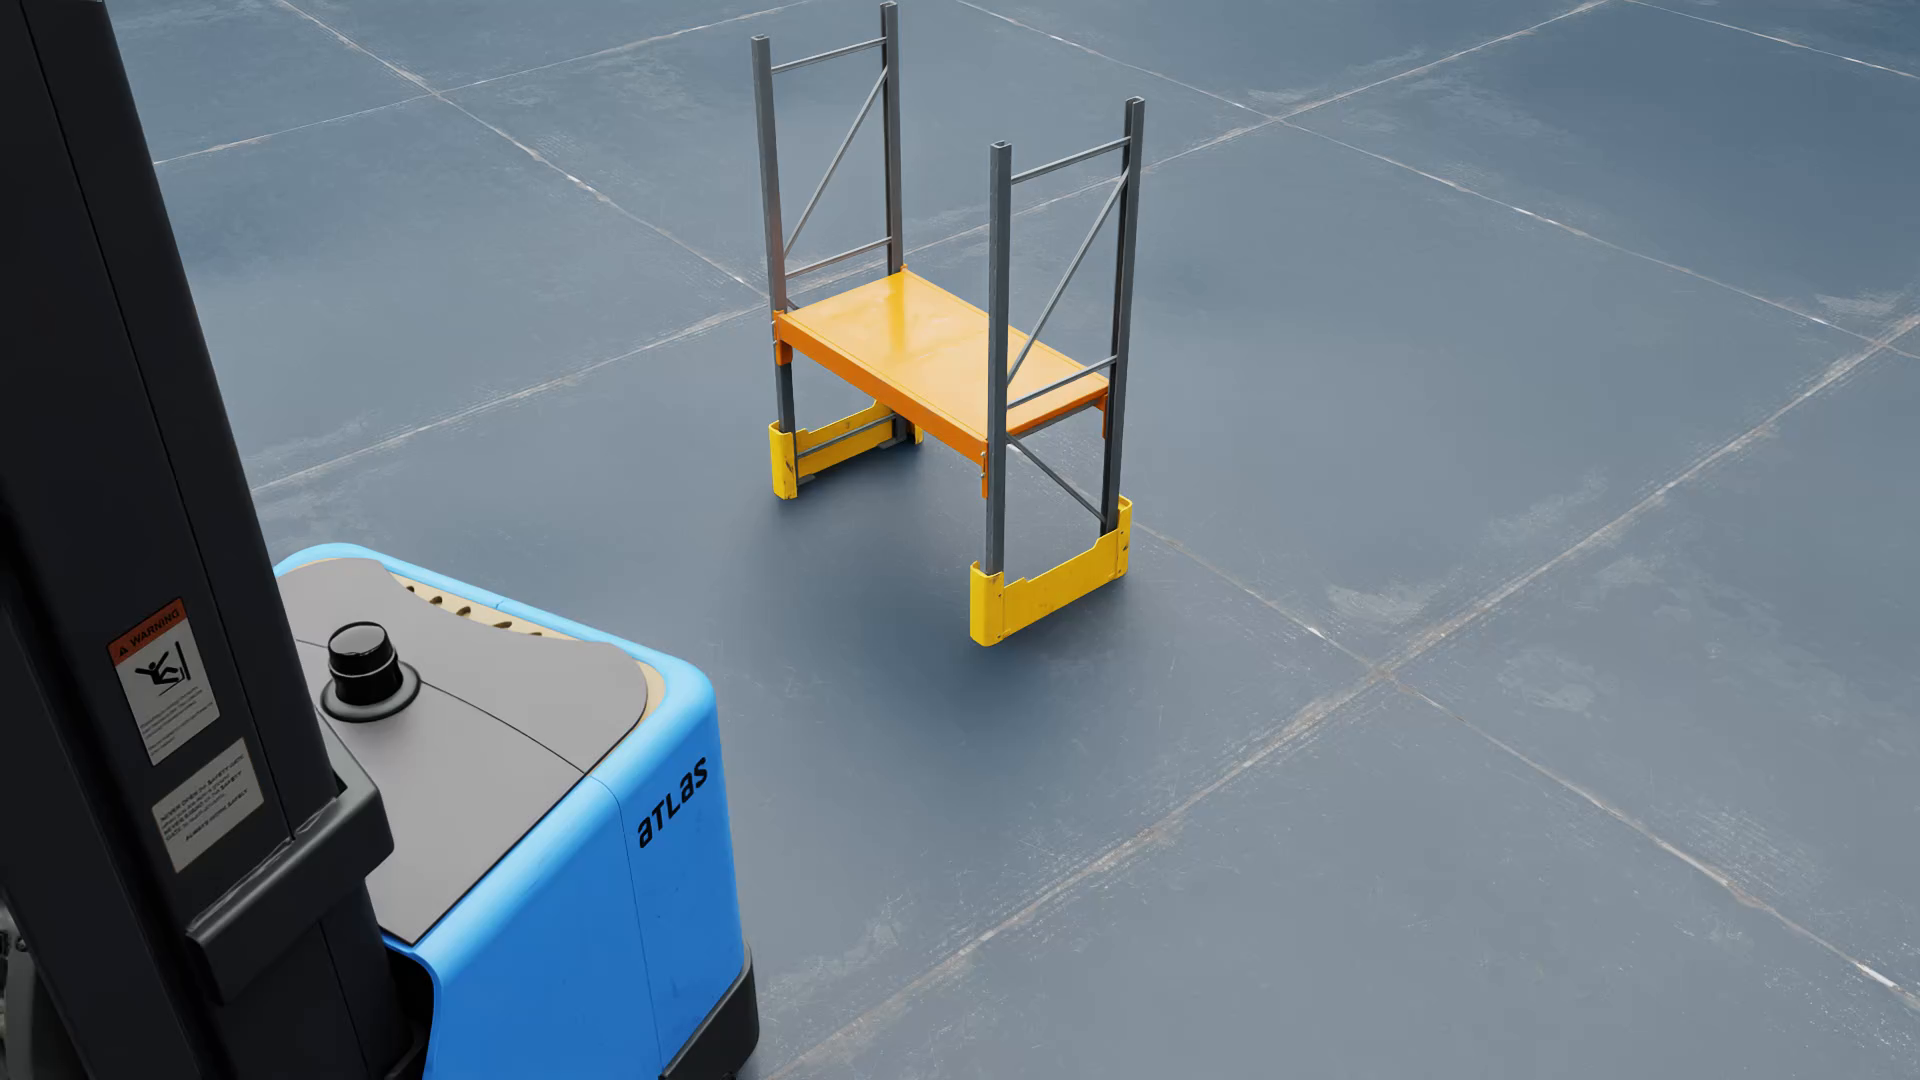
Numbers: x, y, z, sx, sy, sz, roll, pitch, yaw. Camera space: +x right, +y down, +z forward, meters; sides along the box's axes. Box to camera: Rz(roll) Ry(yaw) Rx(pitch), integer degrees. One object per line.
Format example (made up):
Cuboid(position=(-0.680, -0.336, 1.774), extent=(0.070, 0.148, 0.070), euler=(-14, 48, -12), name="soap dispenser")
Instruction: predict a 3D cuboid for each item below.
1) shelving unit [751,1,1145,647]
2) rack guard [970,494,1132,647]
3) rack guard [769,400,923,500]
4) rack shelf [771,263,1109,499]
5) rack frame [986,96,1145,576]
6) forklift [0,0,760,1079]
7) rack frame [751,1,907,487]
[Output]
Cuboid(position=(-0.049, -0.646, 4.864), extent=(0.587, 1.500, 1.083), euler=(-26, 43, -32), name="shelving unit")
Cuboid(position=(0.272, 0.084, 4.915), extent=(0.587, 0.250, 0.087), euler=(-26, 43, -32), name="rack guard")
Cuboid(position=(-0.371, -0.356, 5.536), extent=(0.587, 0.250, 0.087), euler=(-26, 43, -32), name="rack guard")
Cuboid(position=(-0.055, -0.503, 4.974), extent=(0.538, 0.185, 1.000), euler=(-26, 43, -32), name="rack shelf")
Cuboid(position=(0.273, -0.425, 4.553), extent=(0.500, 1.500, 0.032), euler=(-26, 43, -32), name="rack frame")
Cuboid(position=(-1.559, 0.548, 1.940), extent=(1.130, 2.935, 3.031), euler=(17, 39, 22), name="forklift")
Cuboid(position=(-0.383, -0.874, 5.187), extent=(0.500, 1.500, 0.032), euler=(-26, 43, -32), name="rack frame")
